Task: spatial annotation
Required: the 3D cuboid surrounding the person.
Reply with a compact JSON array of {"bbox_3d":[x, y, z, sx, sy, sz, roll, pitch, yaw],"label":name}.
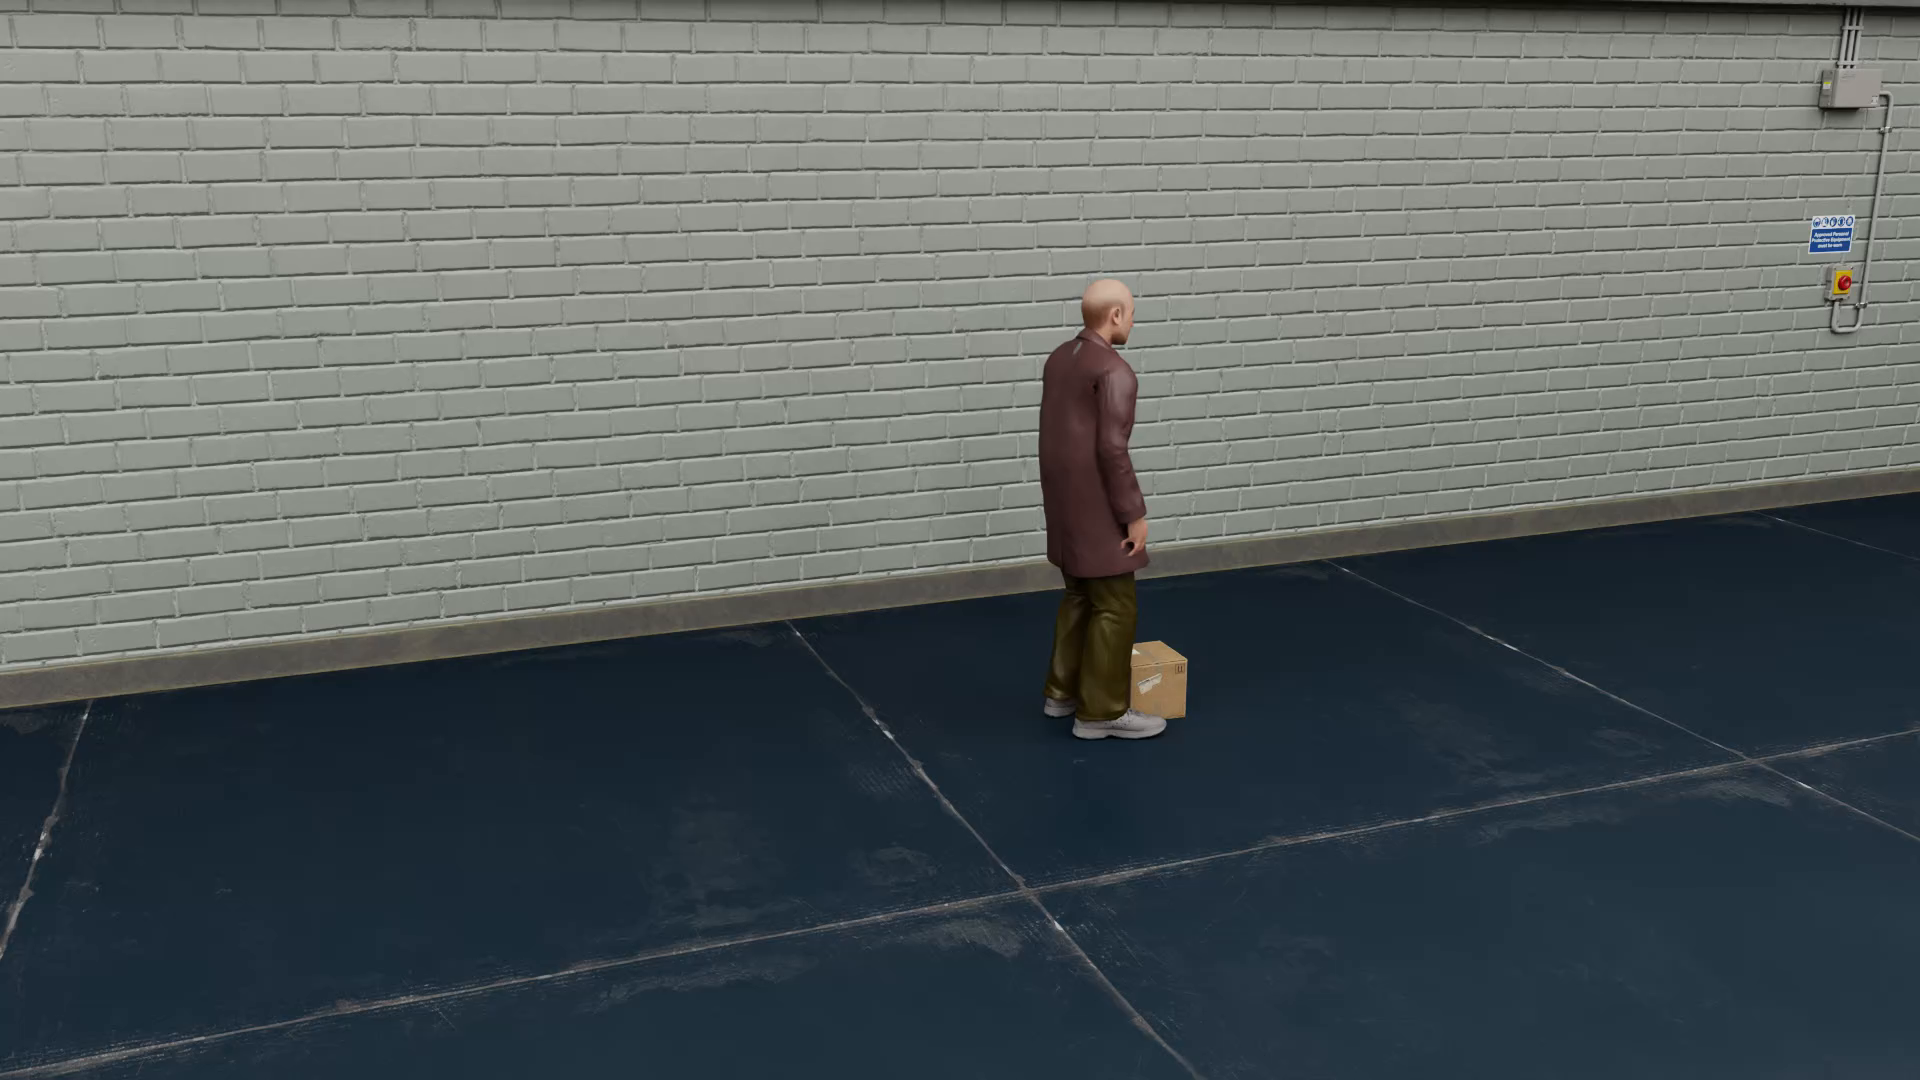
[{"bbox_3d":[0.530,-0.127,6.515,0.425,1.773,0.645,-7,17,-22],"label":"person"}]
